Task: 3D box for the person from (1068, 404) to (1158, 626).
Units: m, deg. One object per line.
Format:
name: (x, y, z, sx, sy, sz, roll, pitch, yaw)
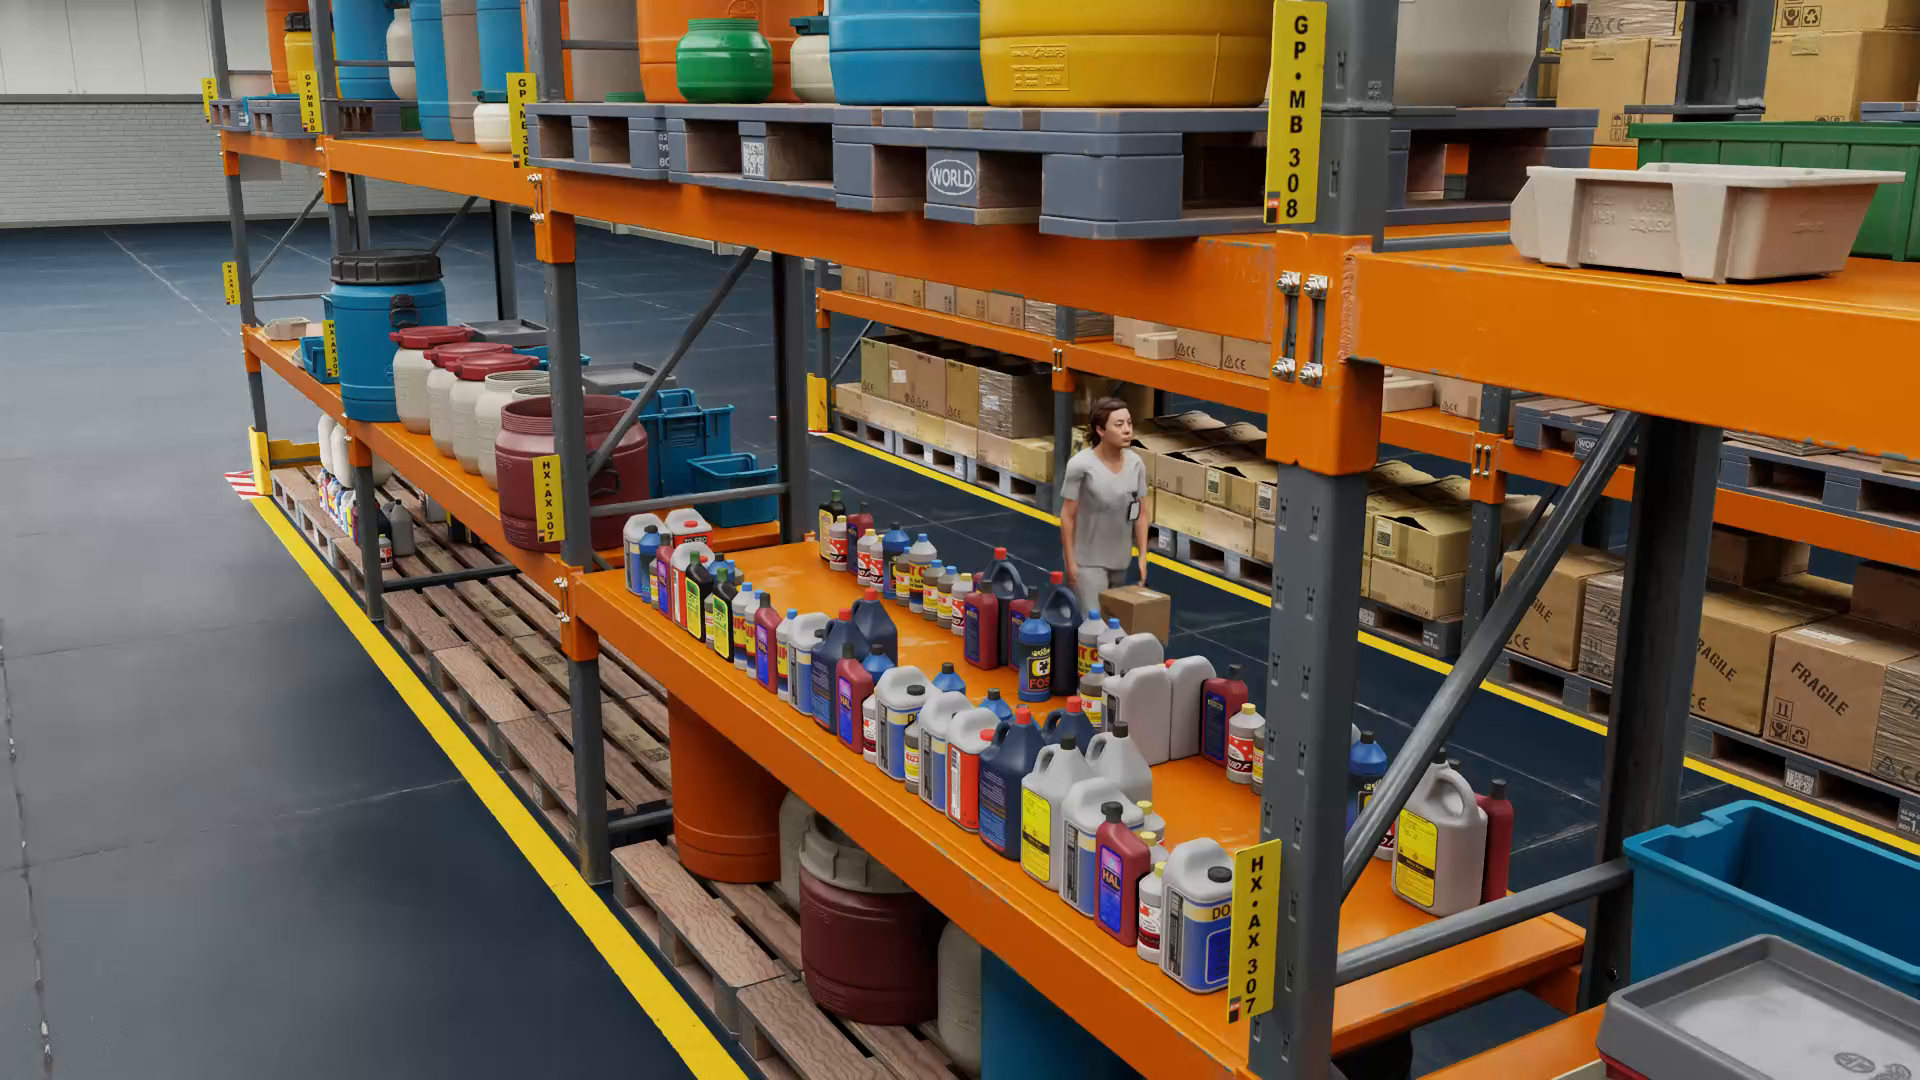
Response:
person: (0.783, 0.157, 7.939, 0.459, 1.619, 0.977, -9, 17, -30)
